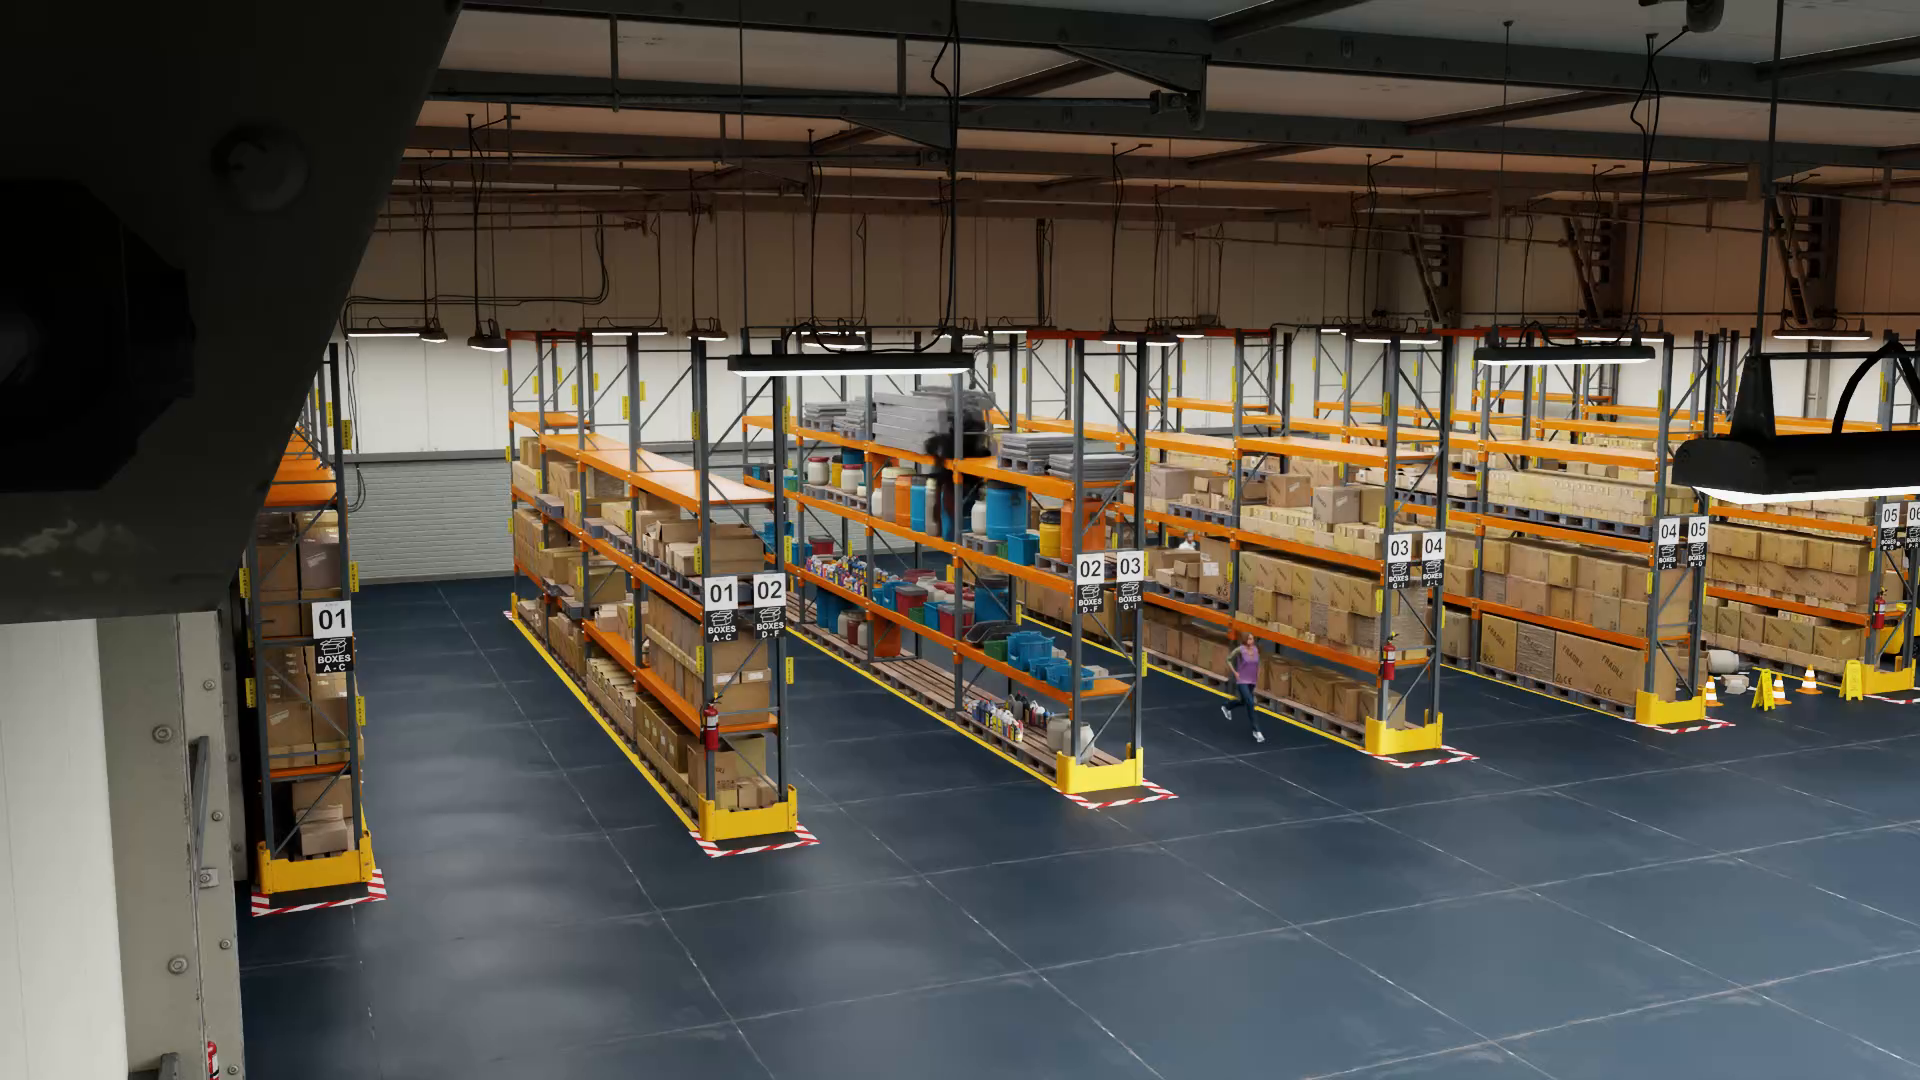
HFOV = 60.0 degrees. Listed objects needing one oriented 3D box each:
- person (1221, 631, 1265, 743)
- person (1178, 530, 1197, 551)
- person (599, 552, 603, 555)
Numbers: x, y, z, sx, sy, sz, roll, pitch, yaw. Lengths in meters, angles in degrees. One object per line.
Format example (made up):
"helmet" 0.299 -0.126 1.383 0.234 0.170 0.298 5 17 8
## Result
"person" 4.294 2.153 25.037 0.506 1.598 1.035 -5 9 -34
"person" 4.864 0.625 35.802 0.562 1.719 0.857 -3 8 -23
"person" -7.789 0.622 35.820 0.928 1.657 0.717 2 8 11
